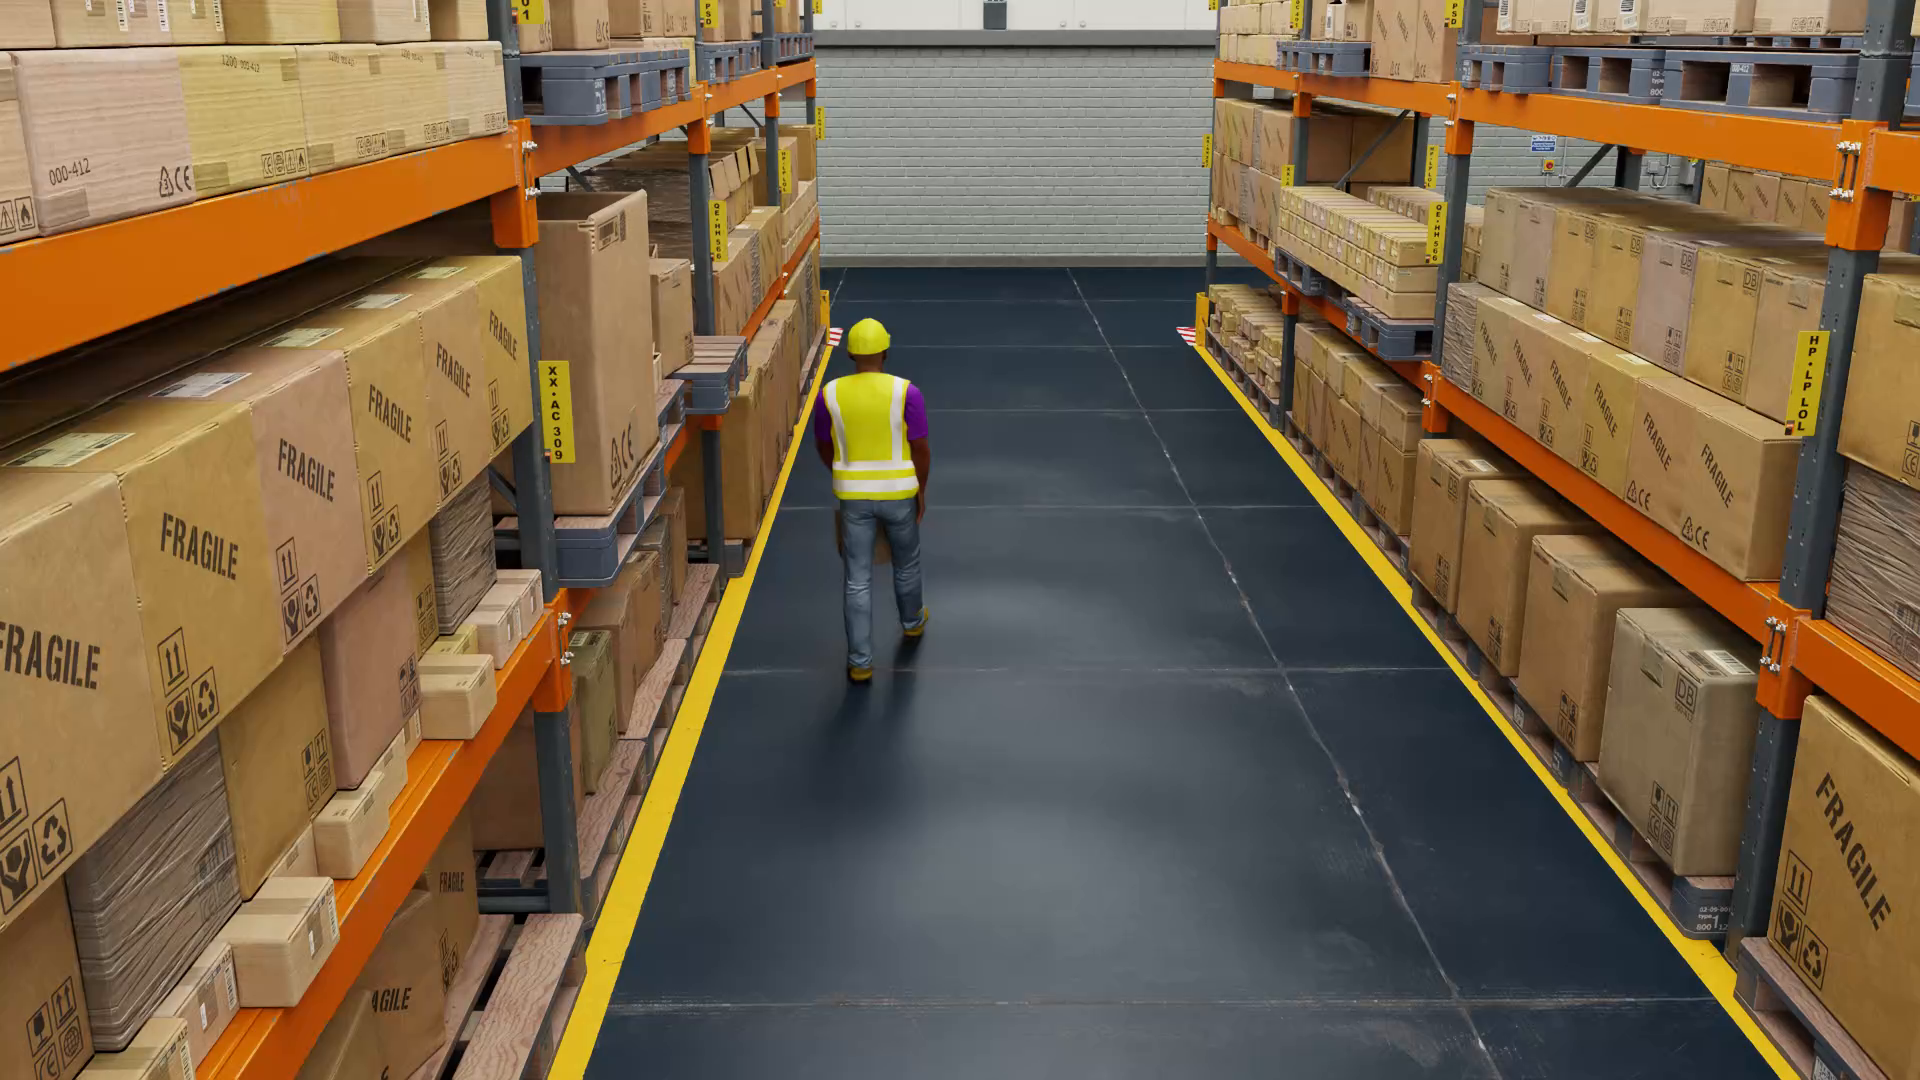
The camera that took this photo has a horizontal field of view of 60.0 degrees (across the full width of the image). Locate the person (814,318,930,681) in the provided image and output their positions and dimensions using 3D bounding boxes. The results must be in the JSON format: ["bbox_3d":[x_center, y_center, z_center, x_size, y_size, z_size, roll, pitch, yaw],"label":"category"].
[{"bbox_3d":[-0.430,-0.260,8.342,0.582,1.727,0.922,1,17,3],"label":"person"}]
